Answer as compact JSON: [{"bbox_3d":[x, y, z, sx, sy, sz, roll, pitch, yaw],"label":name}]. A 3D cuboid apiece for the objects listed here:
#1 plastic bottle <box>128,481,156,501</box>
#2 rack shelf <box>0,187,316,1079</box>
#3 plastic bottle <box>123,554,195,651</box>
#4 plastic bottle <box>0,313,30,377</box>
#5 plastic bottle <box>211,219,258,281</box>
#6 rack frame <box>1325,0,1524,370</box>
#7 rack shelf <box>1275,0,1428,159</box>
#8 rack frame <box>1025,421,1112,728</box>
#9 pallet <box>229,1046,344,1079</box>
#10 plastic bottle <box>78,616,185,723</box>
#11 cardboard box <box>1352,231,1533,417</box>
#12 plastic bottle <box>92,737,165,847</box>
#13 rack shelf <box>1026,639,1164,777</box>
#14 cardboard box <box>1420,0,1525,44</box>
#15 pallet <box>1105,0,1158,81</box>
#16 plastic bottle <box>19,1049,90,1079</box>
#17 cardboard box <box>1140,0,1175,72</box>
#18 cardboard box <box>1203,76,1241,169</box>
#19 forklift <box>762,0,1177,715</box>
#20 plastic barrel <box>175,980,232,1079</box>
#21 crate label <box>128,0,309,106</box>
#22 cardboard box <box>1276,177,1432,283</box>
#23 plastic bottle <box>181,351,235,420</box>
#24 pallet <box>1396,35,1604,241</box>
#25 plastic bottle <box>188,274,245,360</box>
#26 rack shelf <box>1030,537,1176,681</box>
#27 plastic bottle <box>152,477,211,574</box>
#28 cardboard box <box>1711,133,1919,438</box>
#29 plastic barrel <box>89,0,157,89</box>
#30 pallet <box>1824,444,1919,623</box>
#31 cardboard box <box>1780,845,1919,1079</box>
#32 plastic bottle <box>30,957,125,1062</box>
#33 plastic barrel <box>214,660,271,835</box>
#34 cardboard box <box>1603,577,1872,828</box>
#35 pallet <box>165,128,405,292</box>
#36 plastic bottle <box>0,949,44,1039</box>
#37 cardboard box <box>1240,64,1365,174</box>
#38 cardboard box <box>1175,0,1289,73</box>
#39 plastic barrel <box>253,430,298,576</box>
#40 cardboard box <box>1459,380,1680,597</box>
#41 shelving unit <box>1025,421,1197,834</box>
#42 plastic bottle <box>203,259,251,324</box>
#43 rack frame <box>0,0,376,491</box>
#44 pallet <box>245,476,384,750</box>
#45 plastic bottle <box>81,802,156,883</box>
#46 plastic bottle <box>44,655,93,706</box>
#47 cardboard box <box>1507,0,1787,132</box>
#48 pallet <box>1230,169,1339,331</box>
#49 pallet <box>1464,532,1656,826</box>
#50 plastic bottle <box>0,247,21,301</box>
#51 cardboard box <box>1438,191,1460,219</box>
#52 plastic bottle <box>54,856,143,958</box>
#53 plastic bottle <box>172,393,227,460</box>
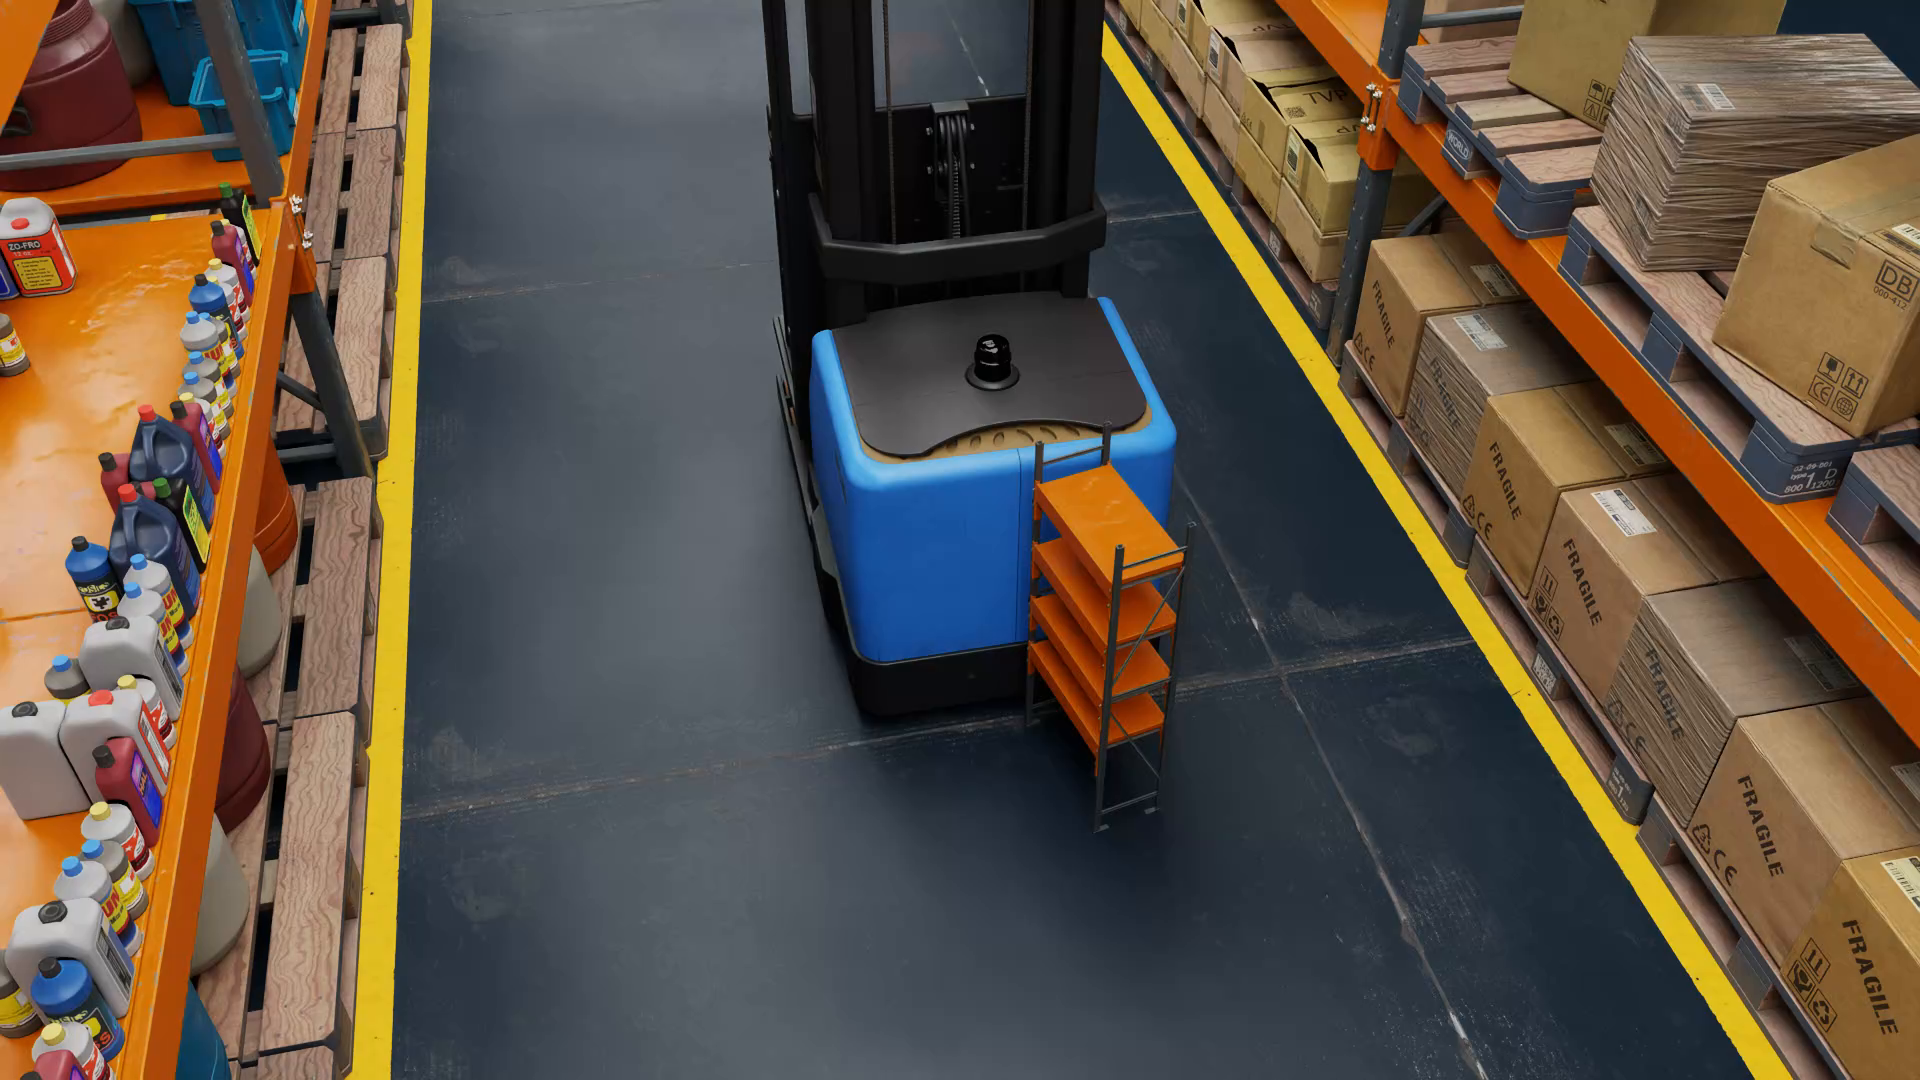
[{"bbox_3d":[-2.005,-0.050,4.134,0.061,0.283,0.133,-8,42,-9],"label":"plastic bottle"},{"bbox_3d":[-2.333,0.315,4.177,1.077,0.370,4.000,-8,42,-9],"label":"rack shelf"},{"bbox_3d":[-1.898,0.143,3.926,0.097,0.271,0.097,0,42,0],"label":"plastic bottle"},{"bbox_3d":[-2.769,-0.579,4.793,0.097,0.201,0.097,0,42,0],"label":"plastic bottle"},{"bbox_3d":[-2.253,-0.897,5.151,0.097,0.201,0.097,0,42,0],"label":"plastic bottle"},{"bbox_3d":[2.073,-1.958,6.196,1.000,3.000,0.127,-8,42,-9],"label":"rack frame"},{"bbox_3d":[1.641,-2.985,7.895,1.077,0.370,4.000,-8,42,-9],"label":"rack shelf"},{"bbox_3d":[0.328,0.140,5.189,0.240,1.200,0.015,-16,44,-18],"label":"rack frame"},{"bbox_3d":[-2.027,1.879,3.974,1.003,0.211,1.213,-8,42,-9],"label":"pallet"},{"bbox_3d":[-1.879,0.284,3.764,0.152,0.276,0.135,-8,42,-9],"label":"plastic bottle"},{"bbox_3d":[1.892,-0.851,6.501,0.500,0.500,0.500,-7,42,-7],"label":"cardboard box"},{"bbox_3d":[-1.755,0.512,3.502,0.061,0.283,0.133,-8,42,-9],"label":"plastic bottle"},{"bbox_3d":[0.427,0.487,5.198,0.258,0.148,0.480,-16,44,-18],"label":"rack shelf"},{"bbox_3d":[2.037,-2.166,6.498,0.500,0.311,0.500,-6,42,-7],"label":"cardboard box"},{"bbox_3d":[1.407,-3.036,9.511,1.003,0.211,1.213,-8,42,-9],"label":"pallet"},{"bbox_3d":[-1.592,1.001,2.951,0.061,0.283,0.133,-8,42,-9],"label":"plastic bottle"},{"bbox_3d":[1.278,-2.715,8.804,0.500,0.250,0.500,-10,42,-11],"label":"cardboard box"},{"bbox_3d":[1.501,-2.052,8.058,0.500,0.250,0.500,-7,42,-8],"label":"cardboard box"},{"bbox_3d":[-0.131,-1.505,5.738,1.130,2.935,3.031,-8,42,-9],"label":"forklift"},{"bbox_3d":[-2.155,1.156,3.952,0.600,0.901,0.708,-8,42,-9],"label":"plastic barrel"},{"bbox_3d":[-2.715,-1.946,6.156,0.502,0.435,0.616,-8,42,-9],"label":"crate label"},{"bbox_3d":[1.721,-1.392,7.314,0.500,0.250,0.500,-7,42,-8],"label":"cardboard box"},{"bbox_3d":[-2.099,-0.432,4.627,0.097,0.201,0.097,0,42,0],"label":"plastic bottle"},{"bbox_3d":[2.288,-1.456,5.776,1.213,0.211,1.003,-8,42,-9],"label":"pallet"},{"bbox_3d":[-2.162,-0.648,4.817,0.097,0.271,0.097,0,42,0],"label":"plastic bottle"},{"bbox_3d":[0.427,0.171,4.918,0.258,0.148,0.480,-16,44,-18],"label":"rack shelf"},{"bbox_3d":[-1.945,-0.058,4.144,0.061,0.283,0.133,-8,42,-9],"label":"plastic bottle"},{"bbox_3d":[2.495,-0.696,4.382,0.700,0.500,0.500,-19,45,-20],"label":"cardboard box"},{"bbox_3d":[-3.195,-1.928,6.078,0.421,0.512,0.421,0,42,0],"label":"plastic barrel"},{"bbox_3d":[2.871,0.173,3.940,1.003,0.211,1.213,-8,42,-9],"label":"pallet"},{"bbox_3d":[2.550,1.127,4.273,0.500,0.500,0.500,-9,42,-10],"label":"cardboard box"},{"bbox_3d":[-1.656,0.870,3.107,0.097,0.271,0.097,0,42,0],"label":"plastic bottle"},{"bbox_3d":[-2.398,0.541,4.881,0.600,0.588,0.708,-8,42,-9],"label":"plastic barrel"},{"bbox_3d":[2.344,0.480,5.001,0.500,0.500,0.500,-8,42,-9],"label":"cardboard box"},{"bbox_3d":[-3.154,-1.504,7.786,1.003,0.211,1.213,-8,42,-9],"label":"pallet"},{"bbox_3d":[-1.826,0.855,3.177,0.097,0.201,0.097,0,42,0],"label":"plastic bottle"},{"bbox_3d":[1.601,-1.936,7.504,0.500,0.311,0.500,-9,42,-10],"label":"cardboard box"},{"bbox_3d":[1.389,-2.589,8.239,0.500,0.311,0.500,-7,42,-8],"label":"cardboard box"},{"bbox_3d":[-2.642,-0.281,5.625,0.600,0.830,0.708,-8,42,-9],"label":"plastic barrel"},{"bbox_3d":[2.114,-0.187,5.753,0.500,0.500,0.500,-9,42,-10],"label":"cardboard box"},{"bbox_3d":[0.427,0.288,5.022,0.258,1.200,0.503,-16,44,-18],"label":"shelving unit"},{"bbox_3d":[-2.204,-0.748,4.983,0.097,0.201,0.097,0,42,0],"label":"plastic bottle"},{"bbox_3d":[-2.764,-1.250,5.399,1.000,3.000,0.127,-8,42,-9],"label":"rack frame"},{"bbox_3d":[-2.554,0.298,5.756,1.003,0.211,1.213,-8,42,-9],"label":"pallet"},{"bbox_3d":[-1.748,0.620,3.442,0.097,0.201,0.097,0,42,0],"label":"plastic bottle"},{"bbox_3d":[-1.997,0.342,3.755,0.097,0.201,0.097,0,42,0],"label":"plastic bottle"},{"bbox_3d":[2.319,-1.760,5.581,0.700,0.500,0.500,-22,46,-23],"label":"cardboard box"},{"bbox_3d":[1.933,-1.454,7.729,1.003,0.211,1.213,-8,42,-9],"label":"pallet"},{"bbox_3d":[2.457,0.364,5.681,1.003,0.211,1.213,-8,42,-9],"label":"pallet"},{"bbox_3d":[-2.987,-0.877,5.072,0.152,0.276,0.135,-8,42,-9],"label":"plastic bottle"},{"bbox_3d":[2.247,-1.678,7.213,0.500,0.311,0.500,-7,42,-8],"label":"cardboard box"},{"bbox_3d":[-1.706,0.720,3.276,0.097,0.271,0.097,0,42,0],"label":"plastic bottle"},{"bbox_3d":[-2.057,-0.306,4.485,0.097,0.201,0.097,0,42,0],"label":"plastic bottle"}]
